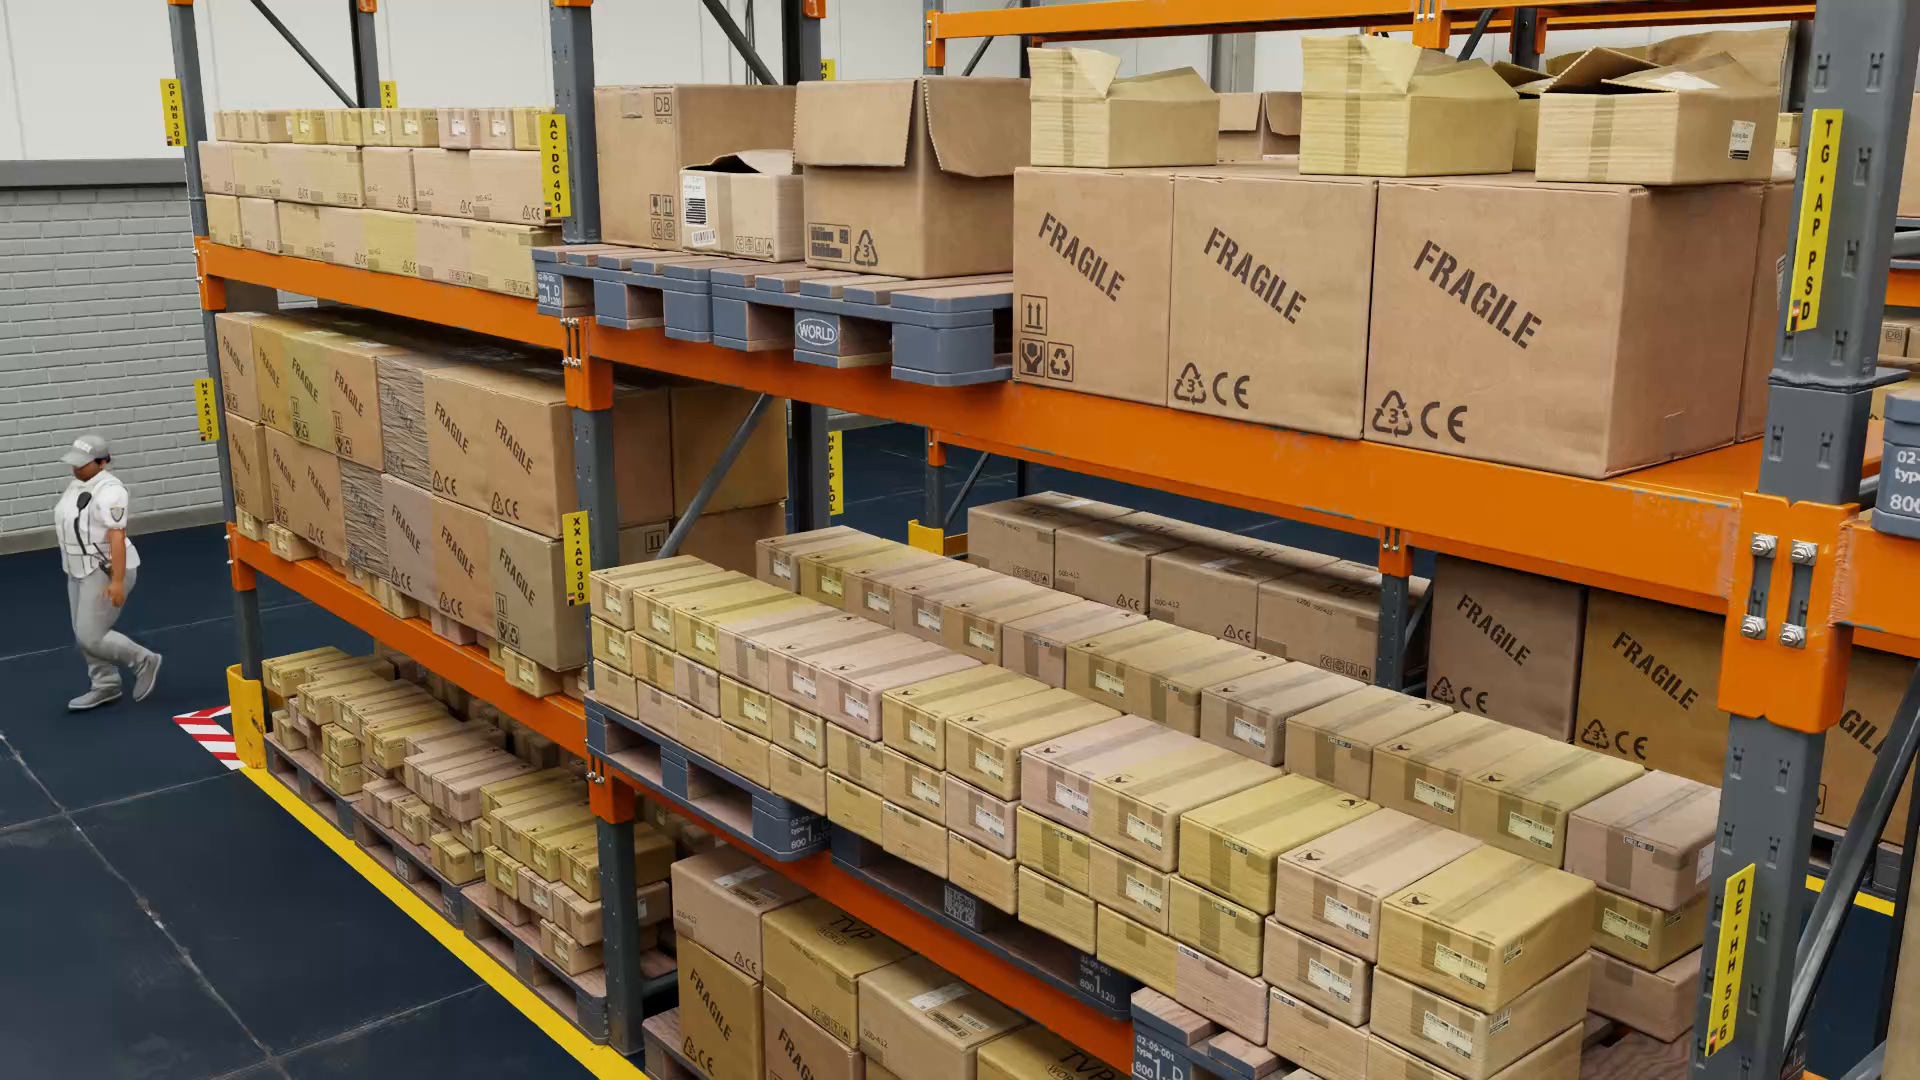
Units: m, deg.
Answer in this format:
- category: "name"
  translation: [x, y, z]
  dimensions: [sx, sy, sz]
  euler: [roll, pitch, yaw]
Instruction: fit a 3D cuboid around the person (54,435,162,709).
- category: "person"
  translation: [-4.981, 0.194, 9.677]
  dimensions: [0.505, 1.651, 0.488]
  euler: [12, 18, 38]
